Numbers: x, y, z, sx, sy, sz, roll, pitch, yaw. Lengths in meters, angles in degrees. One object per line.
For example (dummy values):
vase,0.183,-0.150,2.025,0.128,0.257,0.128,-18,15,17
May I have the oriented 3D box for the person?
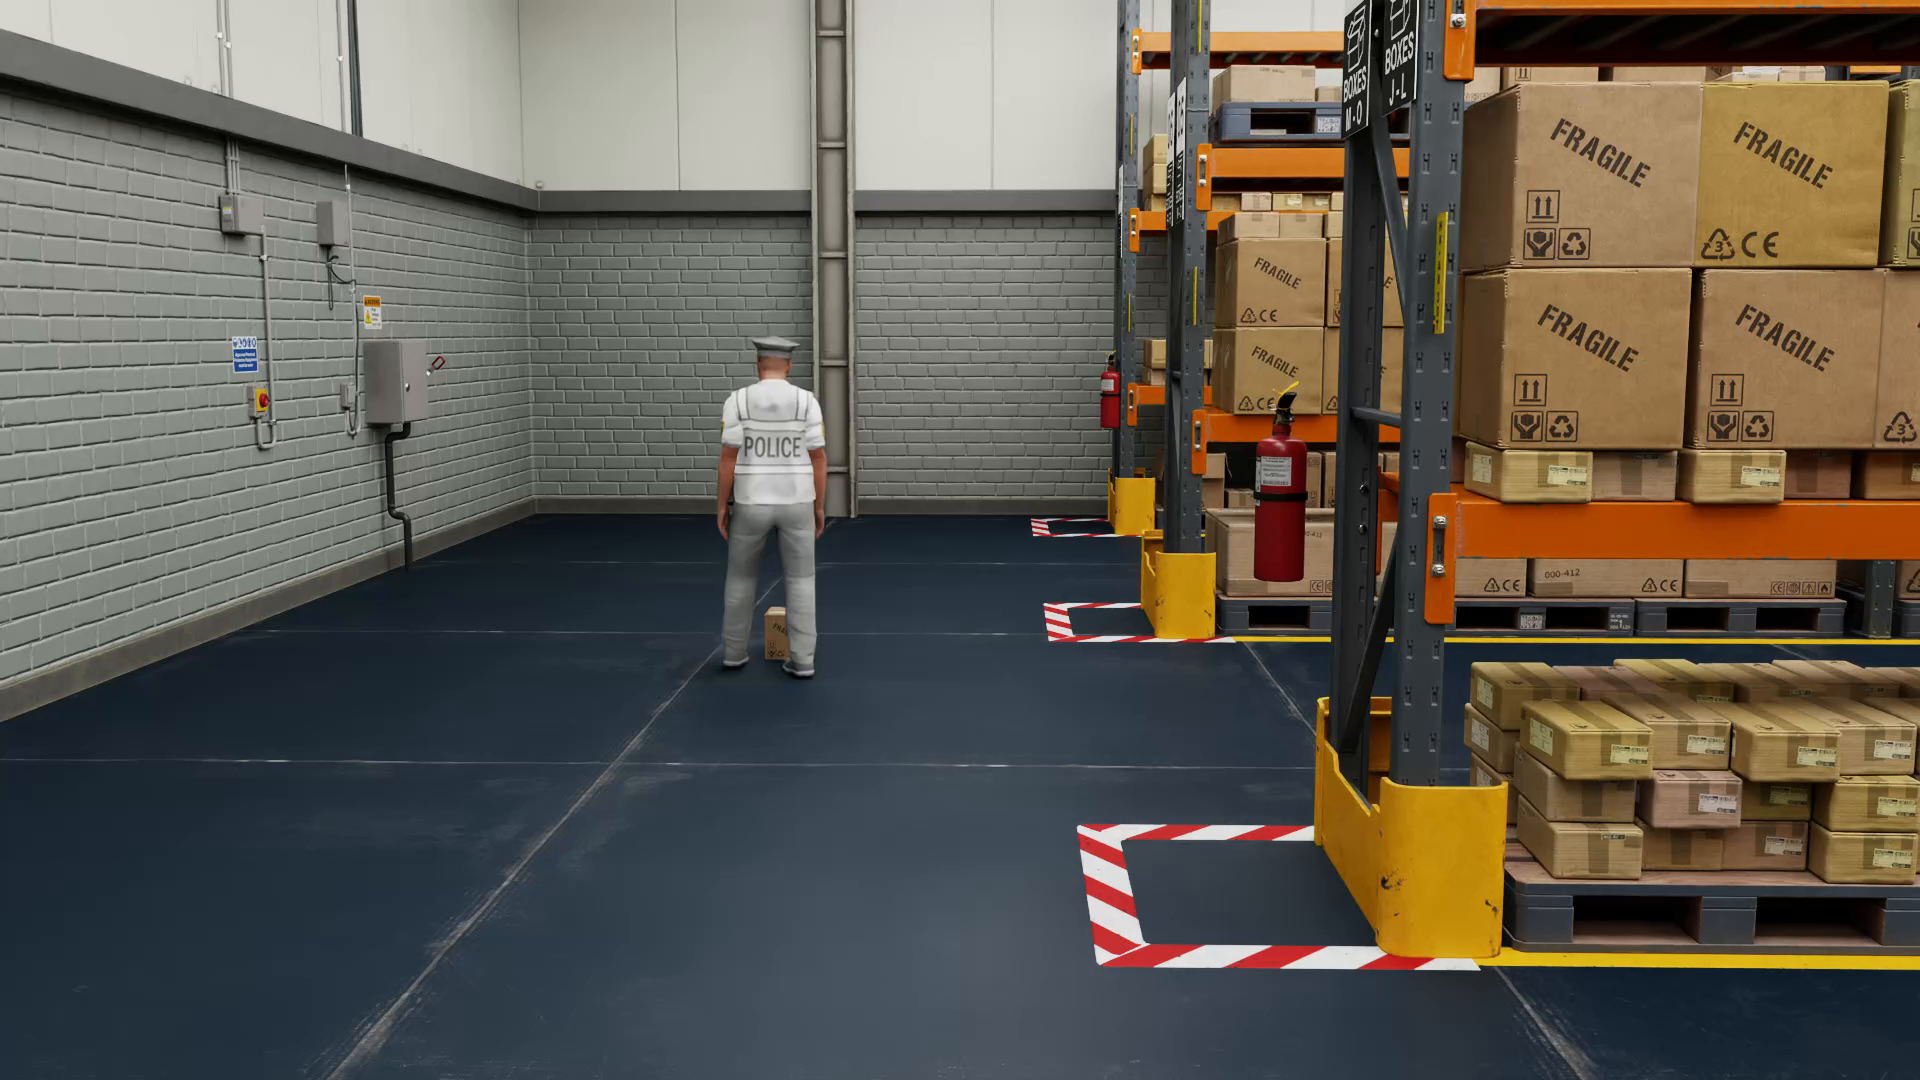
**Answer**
person,-0.981,-0.186,8.674,0.569,1.742,0.590,-1,7,-6
